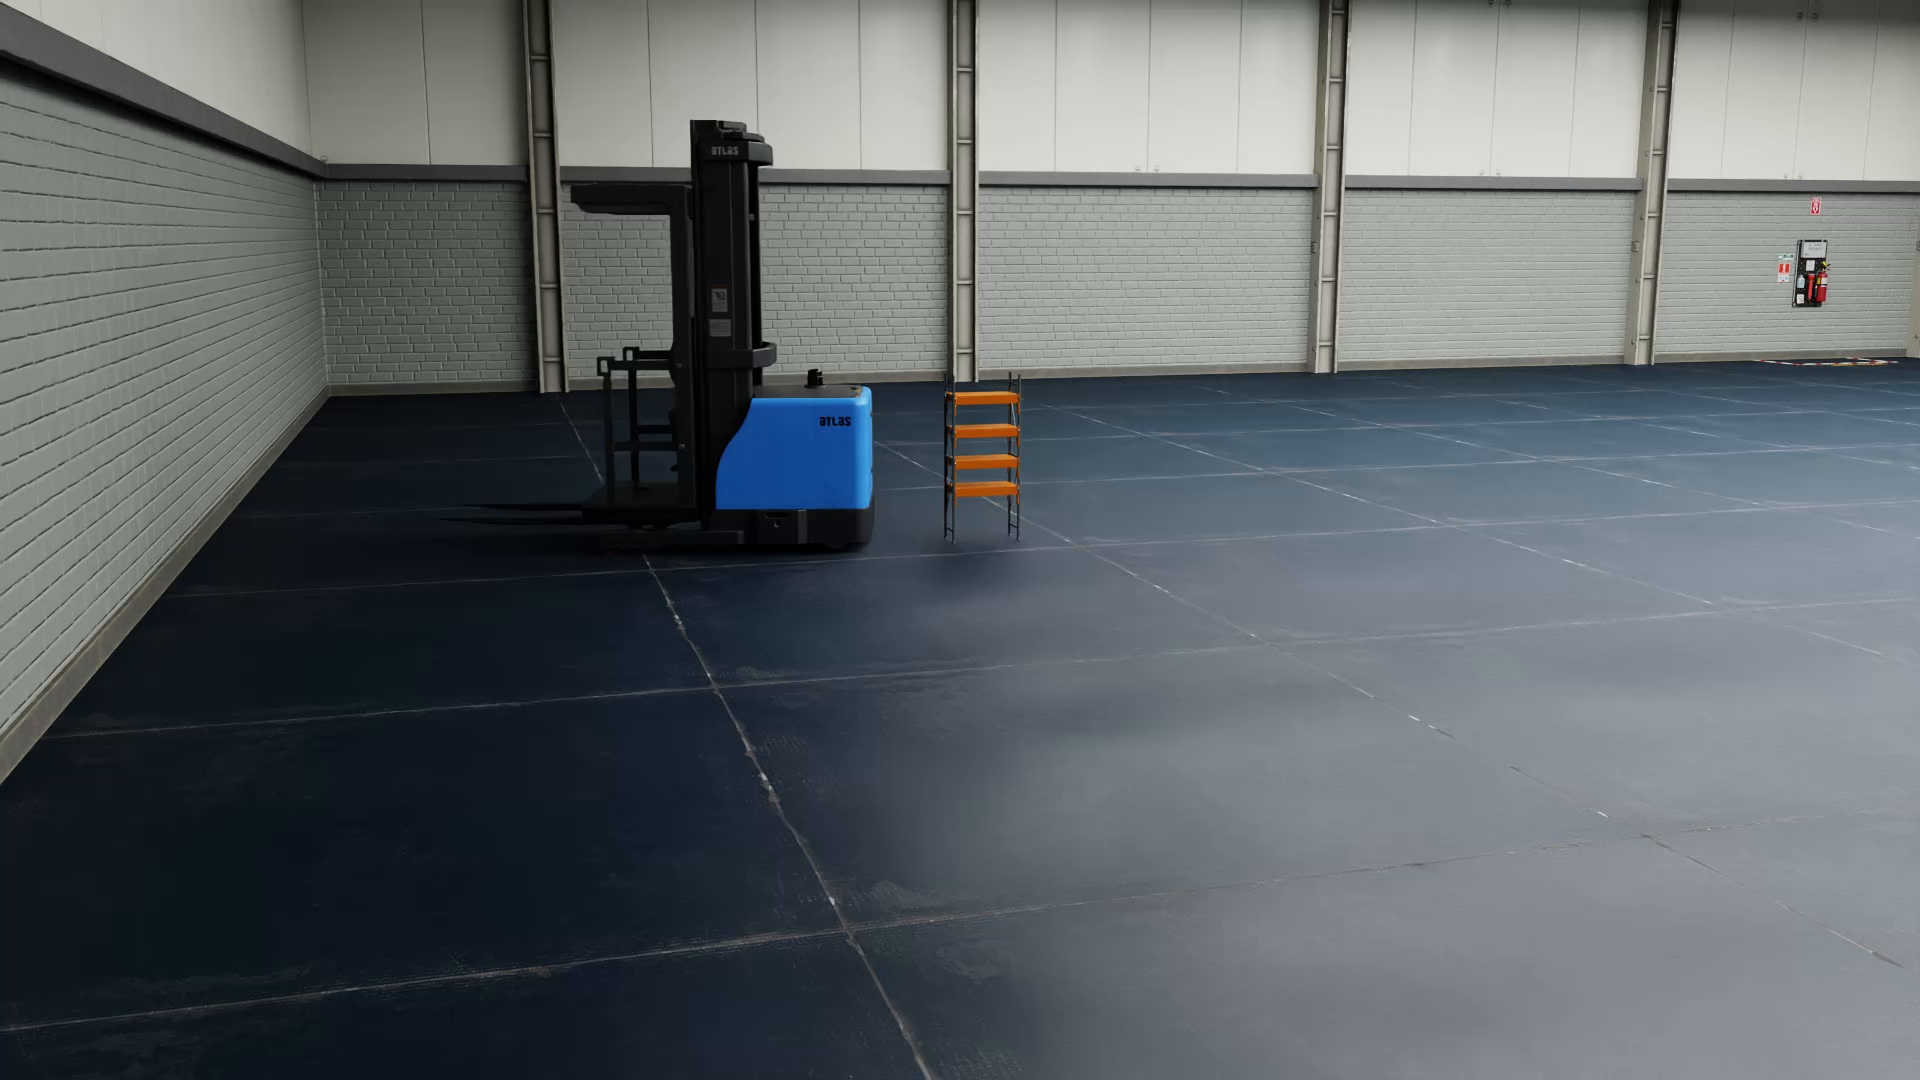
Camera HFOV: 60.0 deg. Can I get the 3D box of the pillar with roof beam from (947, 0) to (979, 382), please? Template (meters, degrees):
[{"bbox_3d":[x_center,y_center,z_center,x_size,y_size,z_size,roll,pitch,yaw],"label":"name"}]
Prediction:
[{"bbox_3d":[1.249,-6.073,20.178,0.400,9.000,9.100,-3,11,-16],"label":"pillar with roof beam"}]

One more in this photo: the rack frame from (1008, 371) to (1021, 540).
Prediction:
[{"bbox_3d":[0.393,-0.611,12.050,0.015,1.200,0.240,-3,11,-16],"label":"rack frame"}]

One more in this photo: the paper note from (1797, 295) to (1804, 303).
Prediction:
[{"bbox_3d":[14.755,-4.233,29.187,0.142,0.148,0.016,-3,11,-16],"label":"paper note"}]

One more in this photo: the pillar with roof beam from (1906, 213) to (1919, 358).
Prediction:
[{"bbox_3d":[18.531,-6.983,25.126,0.400,9.000,9.100,-3,11,-16],"label":"pillar with roof beam"}]

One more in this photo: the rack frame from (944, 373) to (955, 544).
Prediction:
[{"bbox_3d":[-0.075,-0.586,11.916,0.015,1.200,0.240,-3,11,-16],"label":"rack frame"}]

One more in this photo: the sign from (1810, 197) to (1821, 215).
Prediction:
[{"bbox_3d":[14.909,-5.820,28.973,0.199,0.298,0.001,-3,11,-16],"label":"sign"}]

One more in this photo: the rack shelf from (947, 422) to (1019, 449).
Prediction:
[{"bbox_3d":[0.159,-0.752,11.955,0.480,0.148,0.258,-3,11,-16],"label":"rack shelf"}]

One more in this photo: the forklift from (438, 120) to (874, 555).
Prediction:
[{"bbox_3d":[-2.147,-1.438,11.760,3.031,2.935,1.130,0,10,-1],"label":"forklift"}]

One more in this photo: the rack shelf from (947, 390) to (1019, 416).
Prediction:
[{"bbox_3d":[0.159,-0.985,11.912,0.480,0.148,0.258,-3,11,-16],"label":"rack shelf"}]

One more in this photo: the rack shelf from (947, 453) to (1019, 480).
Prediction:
[{"bbox_3d":[0.159,-0.532,11.996,0.480,0.148,0.258,-3,11,-16],"label":"rack shelf"}]

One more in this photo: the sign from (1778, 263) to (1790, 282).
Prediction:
[{"bbox_3d":[14.385,-4.670,29.033,0.234,0.329,0.001,-3,11,-16],"label":"sign"}]

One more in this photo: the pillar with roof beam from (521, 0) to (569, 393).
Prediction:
[{"bbox_3d":[-4.512,-5.769,18.528,0.400,9.000,9.100,-3,11,-16],"label":"pillar with roof beam"}]

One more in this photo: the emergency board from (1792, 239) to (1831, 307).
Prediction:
[{"bbox_3d":[14.945,-4.663,29.091,0.643,1.169,0.194,-3,11,-16],"label":"emergency board"}]

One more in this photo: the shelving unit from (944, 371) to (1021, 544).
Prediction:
[{"bbox_3d":[0.159,-0.598,11.983,0.503,1.200,0.258,-3,11,-16],"label":"shelving unit"}]

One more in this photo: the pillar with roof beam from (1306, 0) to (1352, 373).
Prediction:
[{"bbox_3d":[7.009,-6.376,21.827,0.400,9.000,9.100,-3,11,-16],"label":"pillar with roof beam"}]

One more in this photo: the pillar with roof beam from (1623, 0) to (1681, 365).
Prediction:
[{"bbox_3d":[12.770,-6.680,23.476,0.400,9.000,9.100,-3,11,-16],"label":"pillar with roof beam"}]

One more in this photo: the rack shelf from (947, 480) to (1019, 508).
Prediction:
[{"bbox_3d":[0.159,-0.337,12.031,0.480,0.148,0.258,-3,11,-16],"label":"rack shelf"}]

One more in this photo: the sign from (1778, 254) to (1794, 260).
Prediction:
[{"bbox_3d":[14.392,-4.930,28.978,0.331,0.109,0.001,-3,11,-16],"label":"sign"}]
